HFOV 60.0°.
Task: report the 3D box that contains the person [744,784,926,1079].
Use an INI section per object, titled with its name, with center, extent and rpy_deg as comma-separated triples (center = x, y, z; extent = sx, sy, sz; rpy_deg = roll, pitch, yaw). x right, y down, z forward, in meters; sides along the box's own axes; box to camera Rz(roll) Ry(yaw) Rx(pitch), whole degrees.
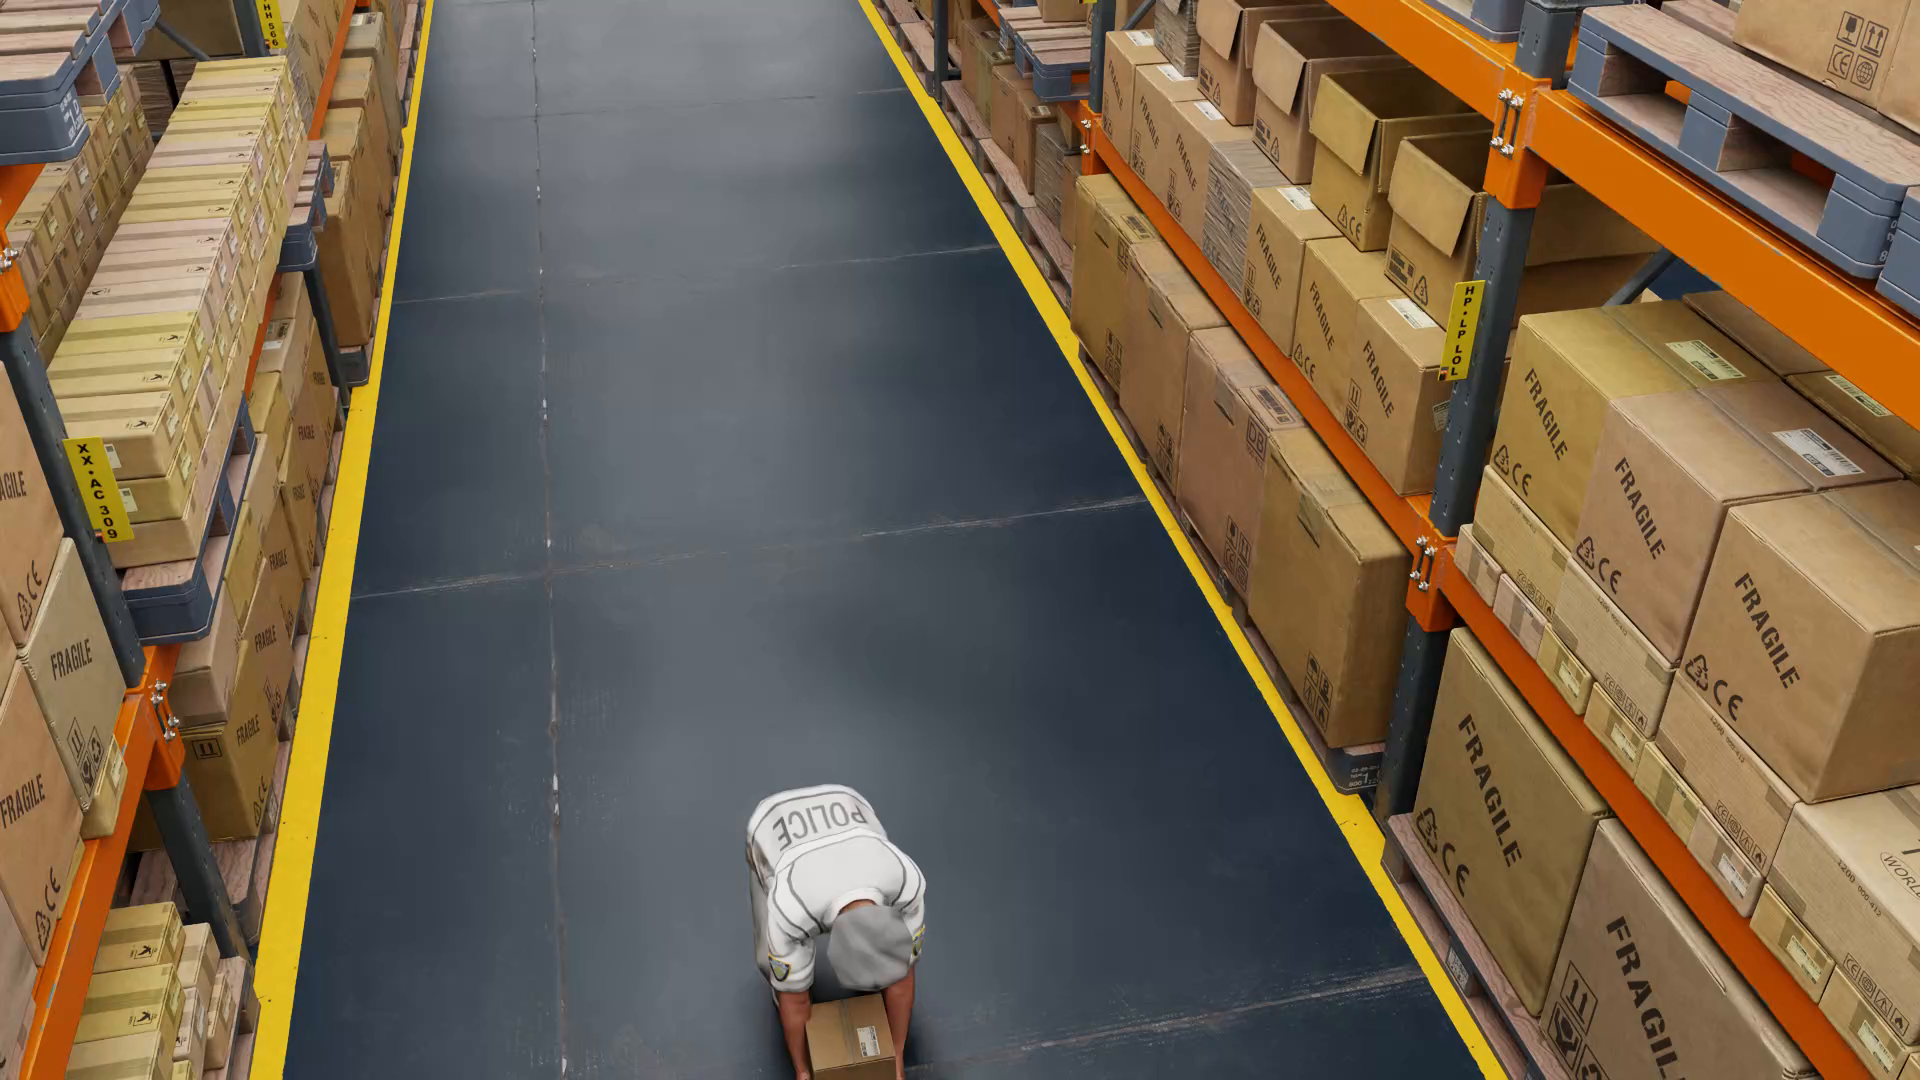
[person]
center = -0.387, 1.223, 5.230
extent = 0.532, 0.884, 0.998
rpy_deg = -8, 35, -11
